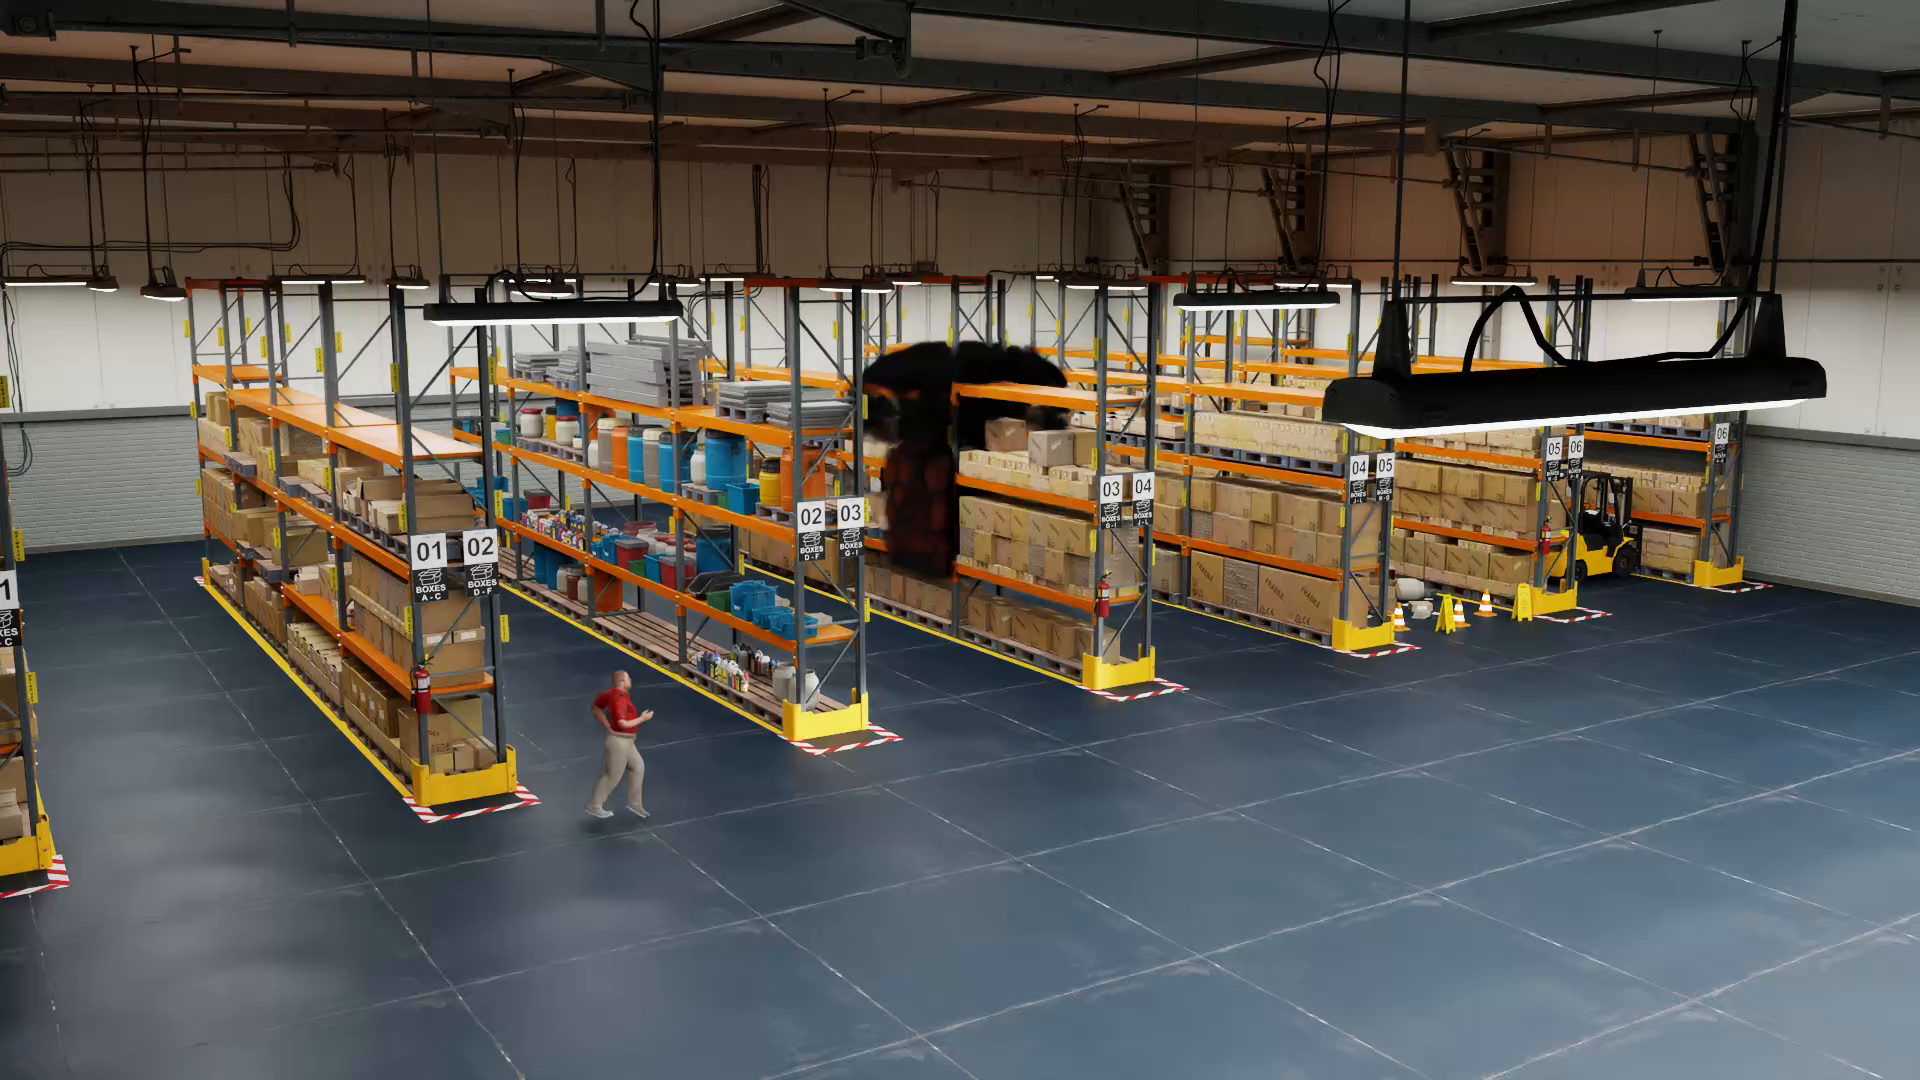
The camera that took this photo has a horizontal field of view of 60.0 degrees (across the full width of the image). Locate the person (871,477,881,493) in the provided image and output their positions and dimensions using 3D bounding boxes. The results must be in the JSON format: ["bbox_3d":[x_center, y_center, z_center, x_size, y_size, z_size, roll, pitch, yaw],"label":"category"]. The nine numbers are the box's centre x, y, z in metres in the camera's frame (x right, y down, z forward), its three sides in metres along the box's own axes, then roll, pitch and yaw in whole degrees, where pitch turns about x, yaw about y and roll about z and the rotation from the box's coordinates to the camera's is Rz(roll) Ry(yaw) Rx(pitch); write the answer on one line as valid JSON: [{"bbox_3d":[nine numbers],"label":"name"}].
[{"bbox_3d":[-2.118,-1.648,42.575,0.644,1.751,0.626,9,13,42],"label":"person"}]

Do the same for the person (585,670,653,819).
[{"bbox_3d":[-3.874,2.370,18.860,0.803,1.806,0.627,-3,10,-15],"label":"person"}]

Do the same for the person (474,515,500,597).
[{"bbox_3d":[-8.742,0.297,30.515,0.616,1.600,0.824,-6,11,-31],"label":"person"}]
